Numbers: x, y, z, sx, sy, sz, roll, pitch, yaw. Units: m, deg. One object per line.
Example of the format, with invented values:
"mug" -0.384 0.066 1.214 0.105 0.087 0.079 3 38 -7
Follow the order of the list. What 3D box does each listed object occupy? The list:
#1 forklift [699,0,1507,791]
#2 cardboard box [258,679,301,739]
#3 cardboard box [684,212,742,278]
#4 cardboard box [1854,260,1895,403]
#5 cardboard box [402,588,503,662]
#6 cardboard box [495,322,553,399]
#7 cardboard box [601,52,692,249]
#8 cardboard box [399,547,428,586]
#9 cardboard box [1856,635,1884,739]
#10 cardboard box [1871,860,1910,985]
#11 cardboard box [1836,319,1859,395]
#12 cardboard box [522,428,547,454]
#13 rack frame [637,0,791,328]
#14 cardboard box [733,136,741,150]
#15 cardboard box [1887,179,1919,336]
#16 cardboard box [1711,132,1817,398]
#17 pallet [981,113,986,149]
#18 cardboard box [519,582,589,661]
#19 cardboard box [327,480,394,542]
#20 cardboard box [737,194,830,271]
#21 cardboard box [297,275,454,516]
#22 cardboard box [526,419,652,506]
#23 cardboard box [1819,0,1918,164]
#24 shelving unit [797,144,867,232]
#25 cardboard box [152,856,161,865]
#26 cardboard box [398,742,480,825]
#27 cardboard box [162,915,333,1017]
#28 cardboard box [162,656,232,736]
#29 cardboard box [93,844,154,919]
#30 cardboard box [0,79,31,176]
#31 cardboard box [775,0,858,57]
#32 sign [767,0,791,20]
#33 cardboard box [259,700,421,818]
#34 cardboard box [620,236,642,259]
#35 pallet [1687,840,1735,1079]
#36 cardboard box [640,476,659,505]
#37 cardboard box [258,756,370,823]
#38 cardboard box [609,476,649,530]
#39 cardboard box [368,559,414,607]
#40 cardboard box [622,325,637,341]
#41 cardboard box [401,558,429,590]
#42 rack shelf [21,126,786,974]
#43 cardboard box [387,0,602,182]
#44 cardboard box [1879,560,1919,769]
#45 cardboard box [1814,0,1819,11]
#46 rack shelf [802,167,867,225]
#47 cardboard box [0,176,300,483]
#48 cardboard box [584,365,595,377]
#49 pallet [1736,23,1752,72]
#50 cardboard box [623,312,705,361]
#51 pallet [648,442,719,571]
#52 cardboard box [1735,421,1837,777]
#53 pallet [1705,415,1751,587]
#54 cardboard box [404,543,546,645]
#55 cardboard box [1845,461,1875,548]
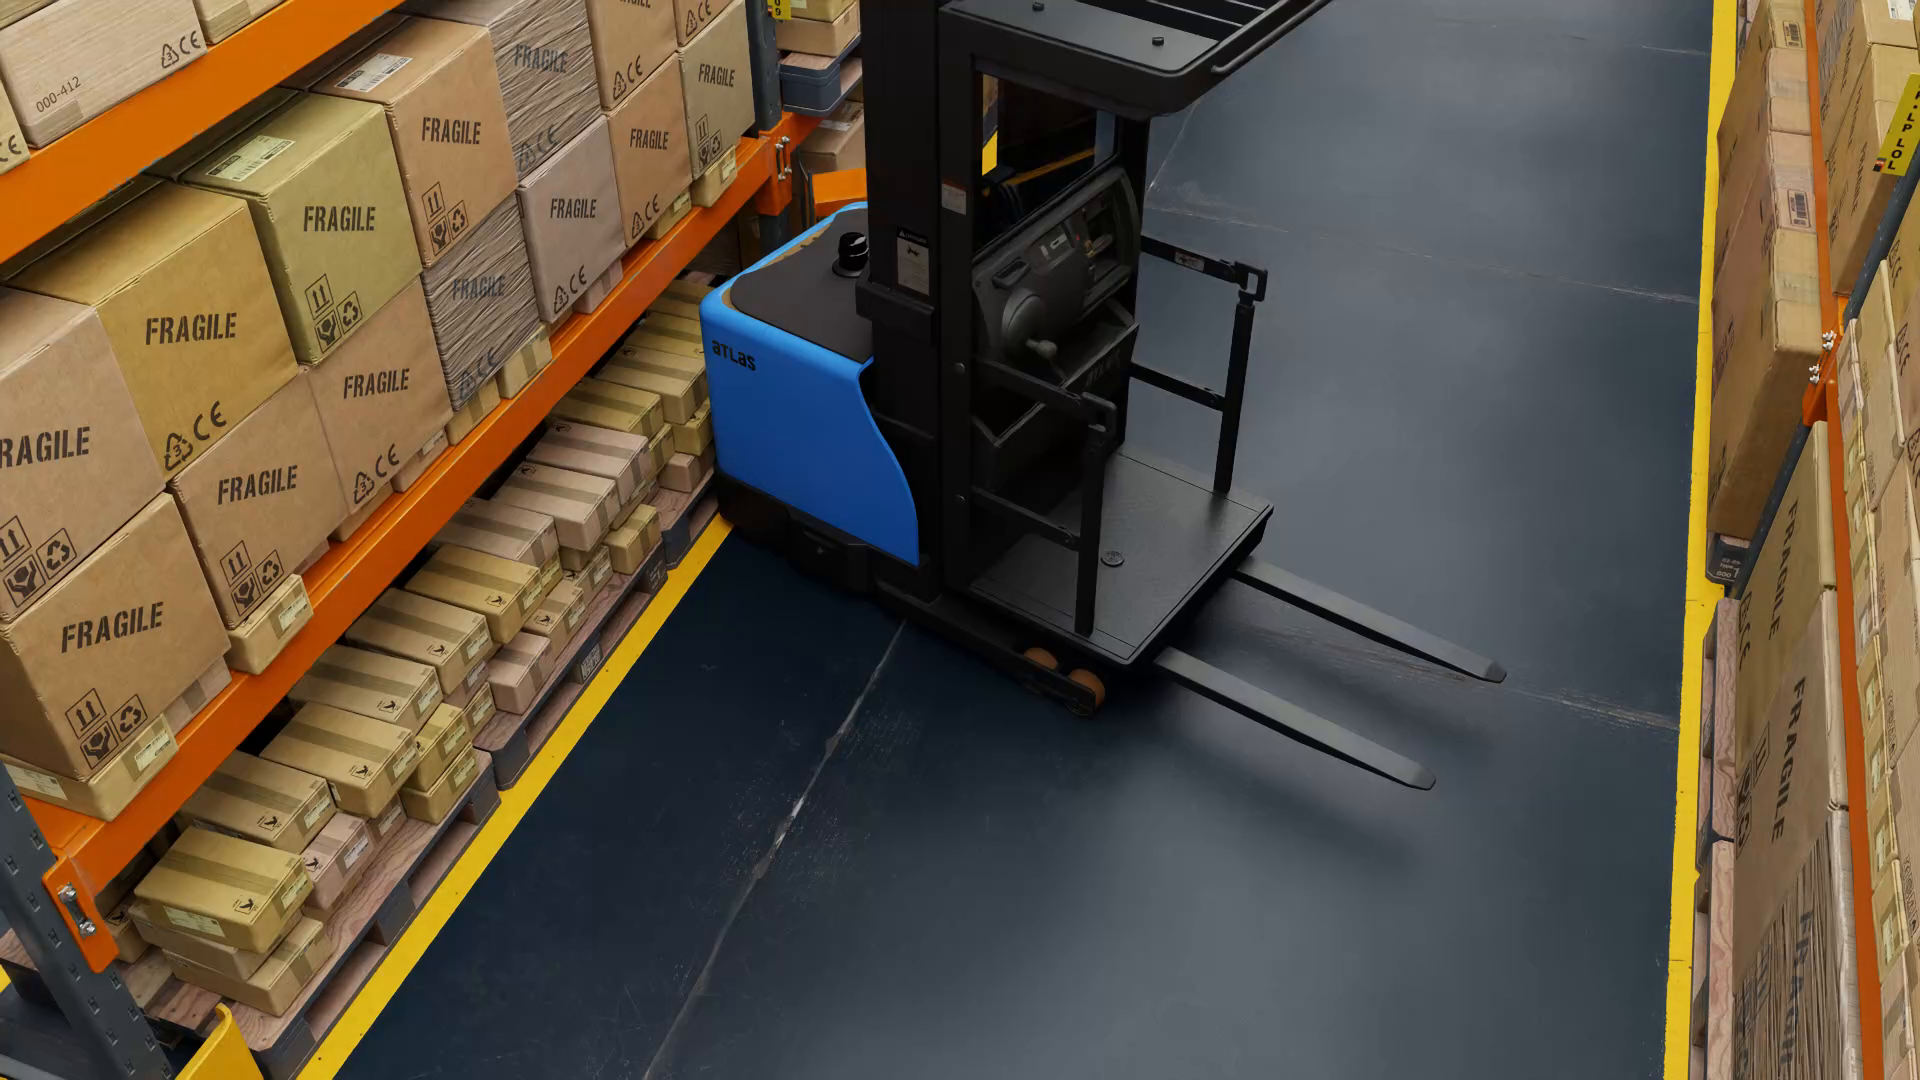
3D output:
"forklift" 0.506 -0.877 5.520 3.031 2.935 1.130 25 46 26
"cardboard box" -2.296 0.500 5.497 0.380 0.149 0.250 13 42 15
"cardboard box" -1.189 -1.624 7.945 0.500 0.500 0.500 13 42 14
"cardboard box" 3.014 -0.573 4.997 0.500 0.250 0.500 13 42 14
"cardboard box" -1.761 0.267 5.769 0.380 0.149 0.250 15 43 17
"cardboard box" -1.550 -0.617 5.355 0.380 0.149 0.250 14 42 16
"cardboard box" -1.284 -1.385 5.756 0.500 0.500 0.500 12 42 14
"cardboard box" -2.147 -0.004 6.088 0.380 0.149 0.250 14 42 16
"cardboard box" 2.476 0.408 4.154 0.380 0.149 0.250 12 42 14
"cardboard box" 2.213 0.876 3.605 0.380 0.149 0.250 12 42 14
"cardboard box" 3.007 -0.543 5.269 0.380 0.149 0.250 13 42 15
"cardboard box" -1.777 -0.451 6.612 0.380 0.149 0.250 11 42 13
"rack frame" -1.205 -1.908 6.675 1.000 3.000 0.127 13 42 15
"cardboard box" -1.083 -1.586 6.492 0.380 0.149 0.250 13 42 15
"cardboard box" 3.017 -0.851 4.745 0.500 0.500 0.500 13 42 15
"cardboard box" 3.926 -1.037 6.968 1.225 0.875 0.875 12 42 14
"pallet" -0.525 -2.069 9.012 1.003 0.211 1.213 13 42 15
"cardboard box" -1.577 0.262 6.005 0.380 0.149 0.250 13 42 15
"cardboard box" -1.888 -0.163 4.823 0.380 0.149 0.250 13 42 15
"cardboard box" -0.704 -1.509 7.809 0.500 0.500 0.500 15 43 17
"cardboard box" -1.822 -0.460 4.672 0.500 0.500 0.500 14 42 16
"cardboard box" -1.379 -0.290 6.193 0.380 0.149 0.250 11 42 13
"cardboard box" 3.672 -1.750 6.413 0.500 0.500 0.500 13 42 15
"shelving unit" -0.394 -1.128 7.147 0.503 1.200 0.258 -10 42 -12
"cardboard box" -2.597 0.910 5.245 0.380 0.149 0.250 15 43 16
"cardboard box" -1.812 0.746 5.438 0.380 0.149 0.250 14 42 16
"cardboard box" -2.093 1.208 4.896 0.380 0.149 0.250 14 42 16
"cardboard box" -2.106 0.338 4.236 0.380 0.149 0.250 15 43 17
"cardboard box" -2.661 0.958 4.960 0.380 0.149 0.250 12 42 14
"cardboard box" -2.180 -0.769 3.145 0.500 0.250 0.500 15 43 17
"cardboard box" -0.639 -2.110 6.782 0.380 0.149 0.250 11 42 13
"sign" -0.693 -2.121 6.259 0.100 0.325 0.005 13 42 15
"cardboard box" -1.887 0.666 5.073 0.380 0.149 0.250 13 42 15
"cardboard box" -1.369 -1.113 5.937 0.380 0.149 0.250 12 42 14
"pallet" 2.672 1.508 4.819 1.003 0.211 1.213 13 42 15
"cardboard box" -1.421 -0.219 6.569 0.380 0.149 0.250 12 42 14
"cardboard box" -2.006 0.757 5.195 0.380 0.149 0.250 14 42 16
"cardboard box" -1.417 -0.207 6.326 0.380 0.149 0.250 14 43 16
"cardboard box" -2.139 0.068 5.774 0.380 0.149 0.250 12 42 14
"cardboard box" -1.630 -0.946 7.192 0.380 0.149 0.250 15 43 17
"cardboard box" -2.055 0.145 6.142 0.380 0.149 0.250 14 43 16
"rack shelf" -1.889 -0.414 5.479 1.077 0.370 4.000 13 42 15
"cardboard box" -1.472 -1.467 5.082 0.500 0.500 0.500 14 43 16
"cardboard box" 2.491 0.345 3.920 0.500 0.250 0.500 13 42 15
"cardboard box" 4.193 -2.672 7.494 0.500 0.500 0.500 12 42 14
"rack shelf" -0.394 -1.427 6.892 0.480 0.148 0.258 -10 42 -12
"cardboard box" -2.004 -0.524 3.976 0.500 0.500 0.500 14 43 16
"cardboard box" -1.708 -0.725 6.704 0.380 0.149 0.250 13 42 14
"pallet" 5.057 -2.601 9.635 1.003 0.211 1.213 13 42 15
"cardboard box" -1.133 -0.770 6.756 0.380 0.149 0.250 14 42 16
"pallet" -1.402 -0.430 7.091 1.003 0.211 1.213 13 42 15
"cardboard box" 3.120 0.288 5.415 0.875 0.875 0.875 13 42 15
"pallet" 3.614 -0.172 6.789 1.003 0.211 1.213 13 42 15
"cardboard box" -1.643 0.179 5.644 0.380 0.149 0.250 14 42 16
"cardboard box" 2.740 -0.061 4.704 0.380 0.149 0.250 12 42 14
